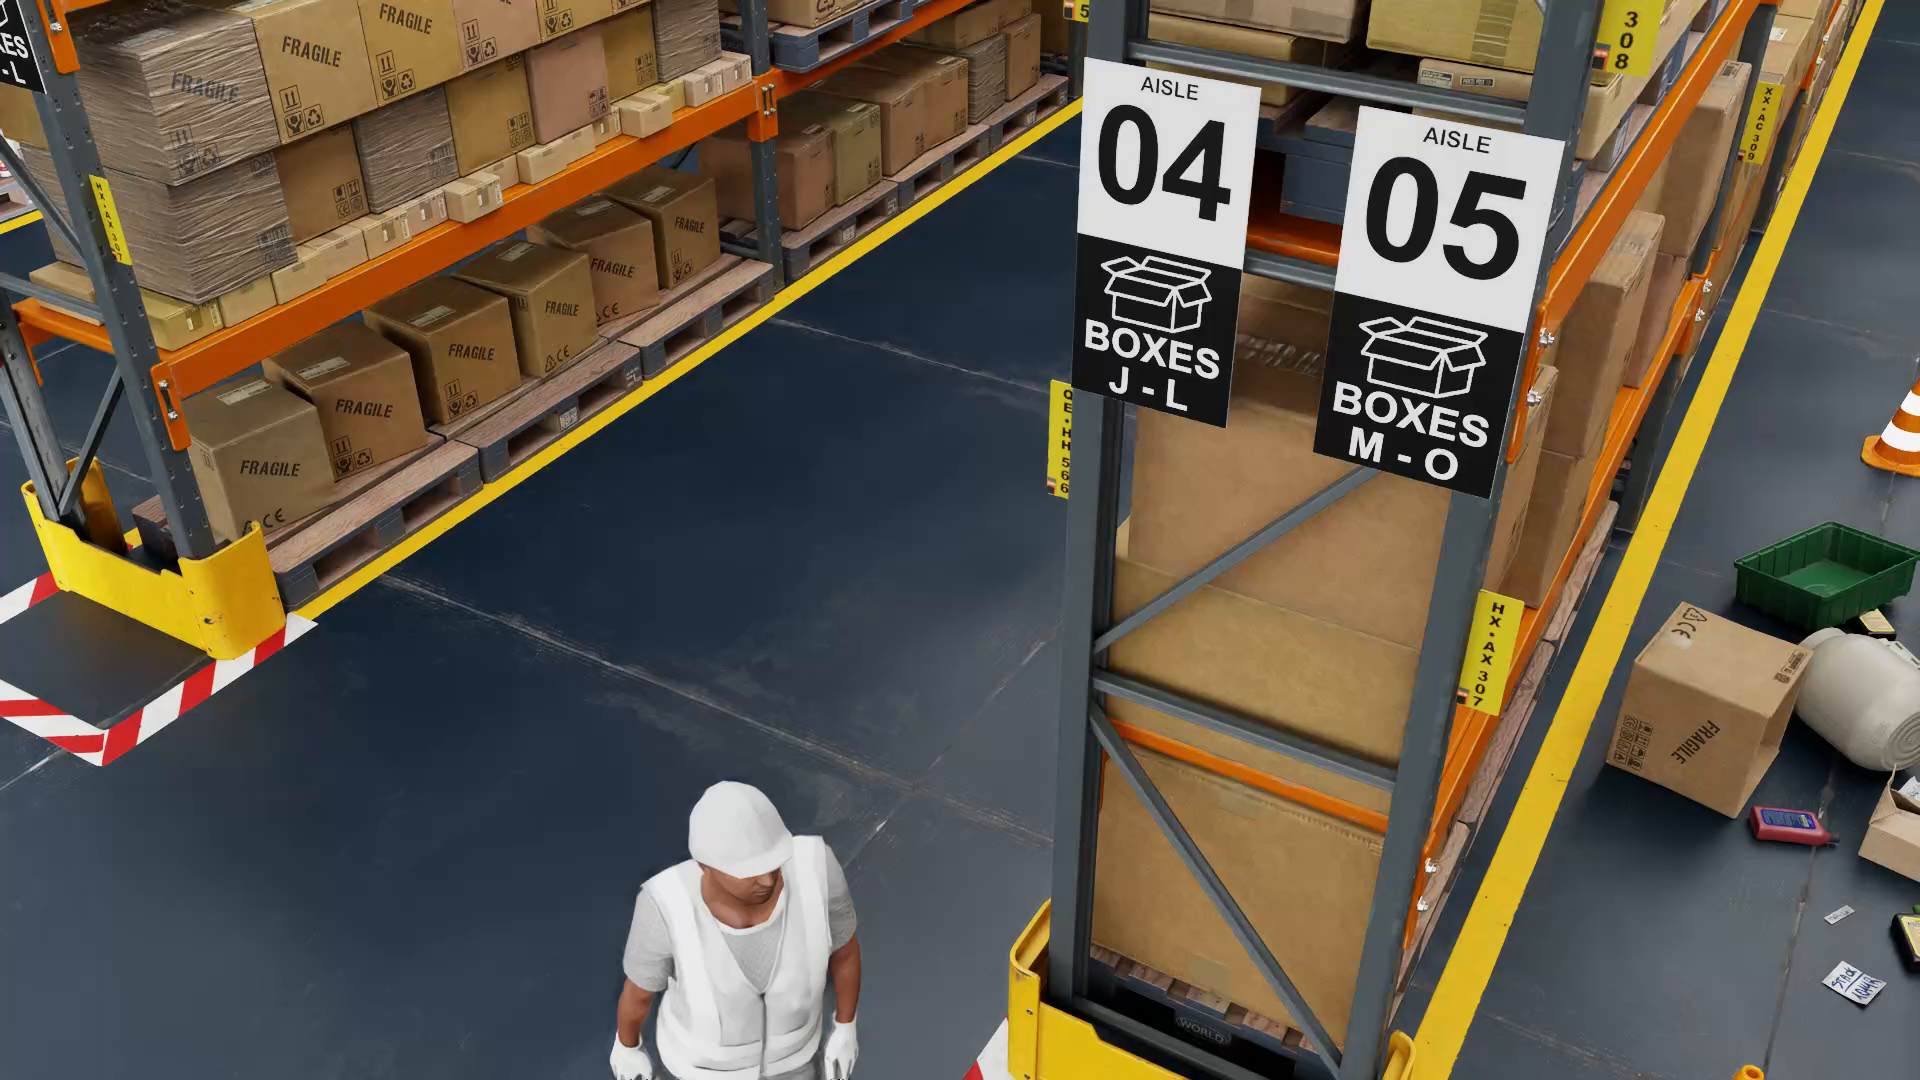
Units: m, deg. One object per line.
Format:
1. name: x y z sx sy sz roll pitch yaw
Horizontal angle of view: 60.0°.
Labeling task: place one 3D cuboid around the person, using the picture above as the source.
1. person: -0.584 1.237 4.283 0.631 1.765 0.795 -15 37 -21
